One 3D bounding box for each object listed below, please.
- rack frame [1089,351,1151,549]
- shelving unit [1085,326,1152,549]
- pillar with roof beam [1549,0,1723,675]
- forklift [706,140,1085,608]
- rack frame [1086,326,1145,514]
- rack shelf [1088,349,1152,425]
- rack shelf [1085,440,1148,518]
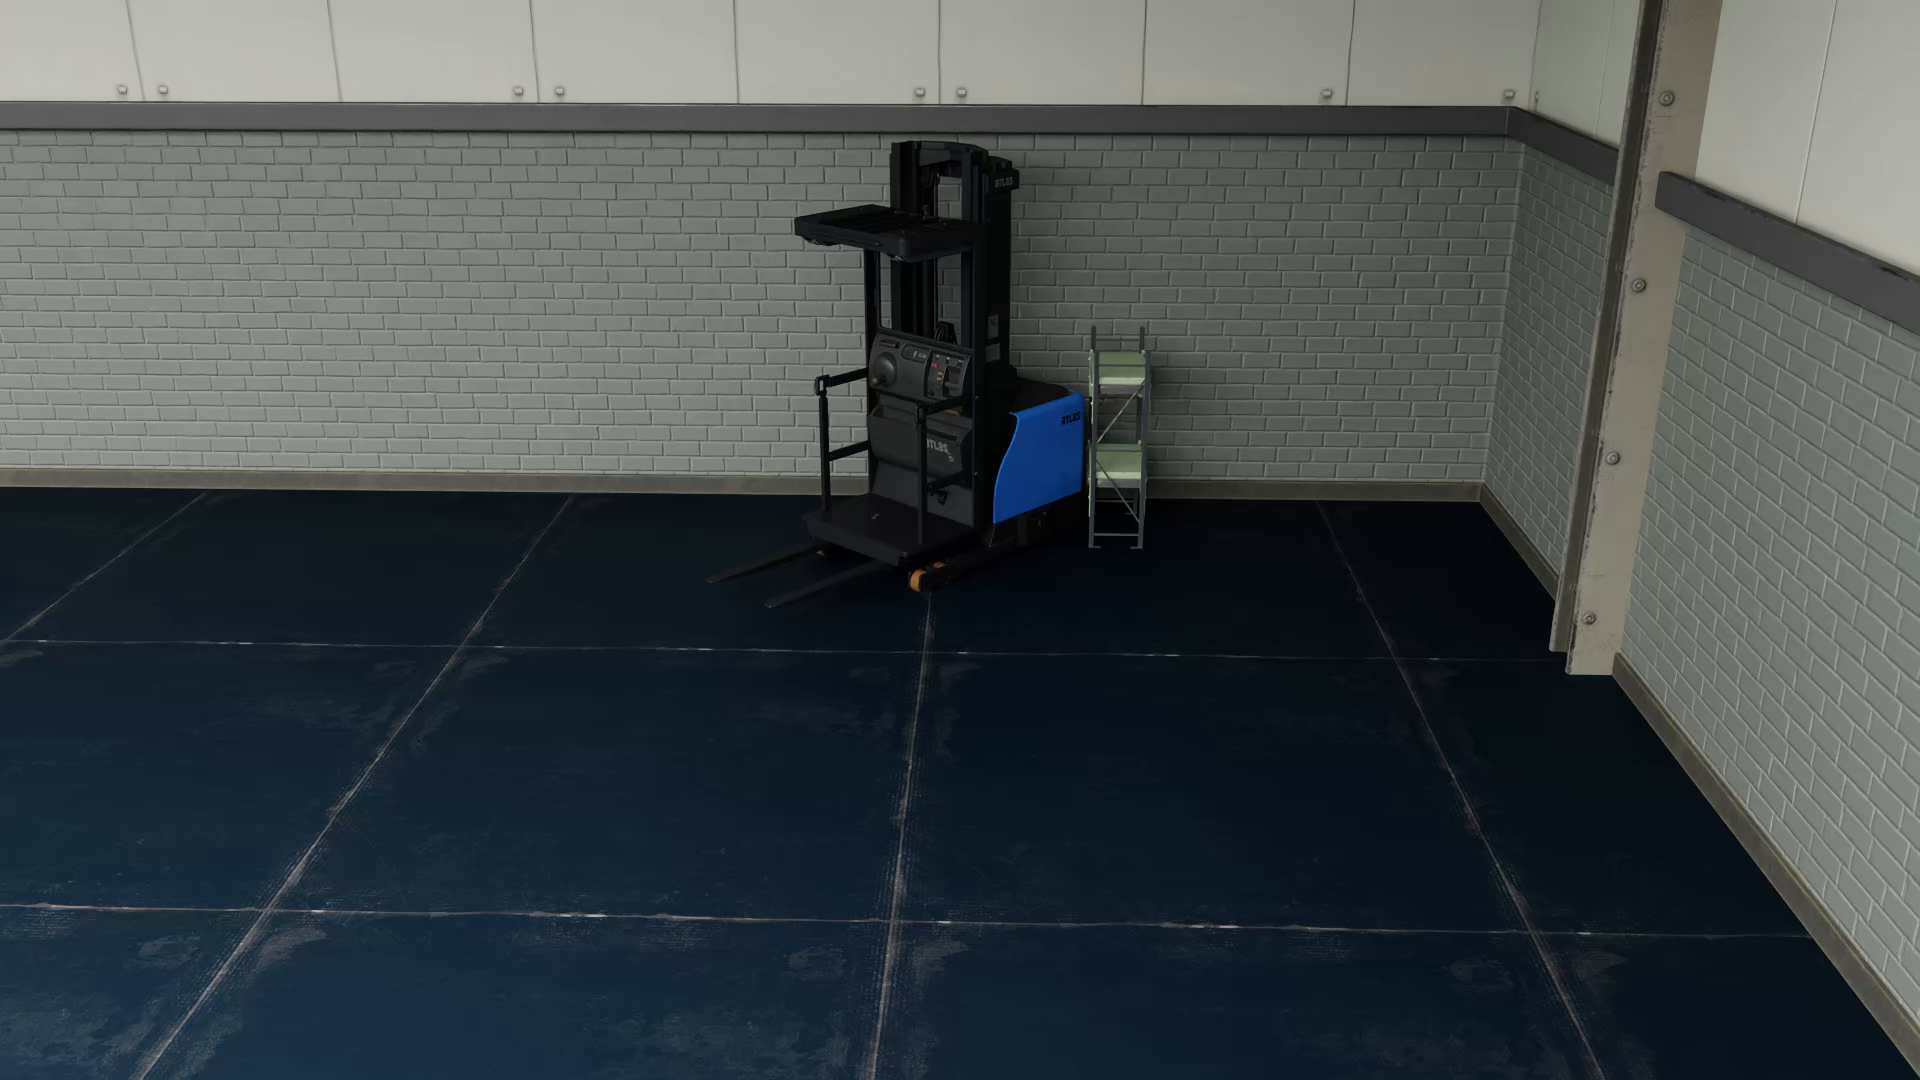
[{"bbox_3d":[1.159,-0.643,12.113,0.400,1.500,0.023,1,21,2],"label":"rack frame"},{"bbox_3d":[1.175,-0.775,12.453,0.431,1.500,0.755,1,21,2],"label":"shelving unit"},{"bbox_3d":[-0.353,-3.475,9.046,9.100,9.000,0.400,1,21,2],"label":"pillar with roof beam"},{"bbox_3d":[-0.432,-1.202,11.575,1.130,2.935,3.031,19,28,40],"label":"forklift"},{"bbox_3d":[1.190,-0.907,12.794,0.400,1.500,0.023,1,21,2],"label":"rack frame"},{"bbox_3d":[1.175,-1.139,12.312,0.431,0.370,0.720,1,21,2],"label":"rack shelf"},{"bbox_3d":[1.175,-0.471,12.571,0.431,0.370,0.720,1,21,2],"label":"rack shelf"}]
